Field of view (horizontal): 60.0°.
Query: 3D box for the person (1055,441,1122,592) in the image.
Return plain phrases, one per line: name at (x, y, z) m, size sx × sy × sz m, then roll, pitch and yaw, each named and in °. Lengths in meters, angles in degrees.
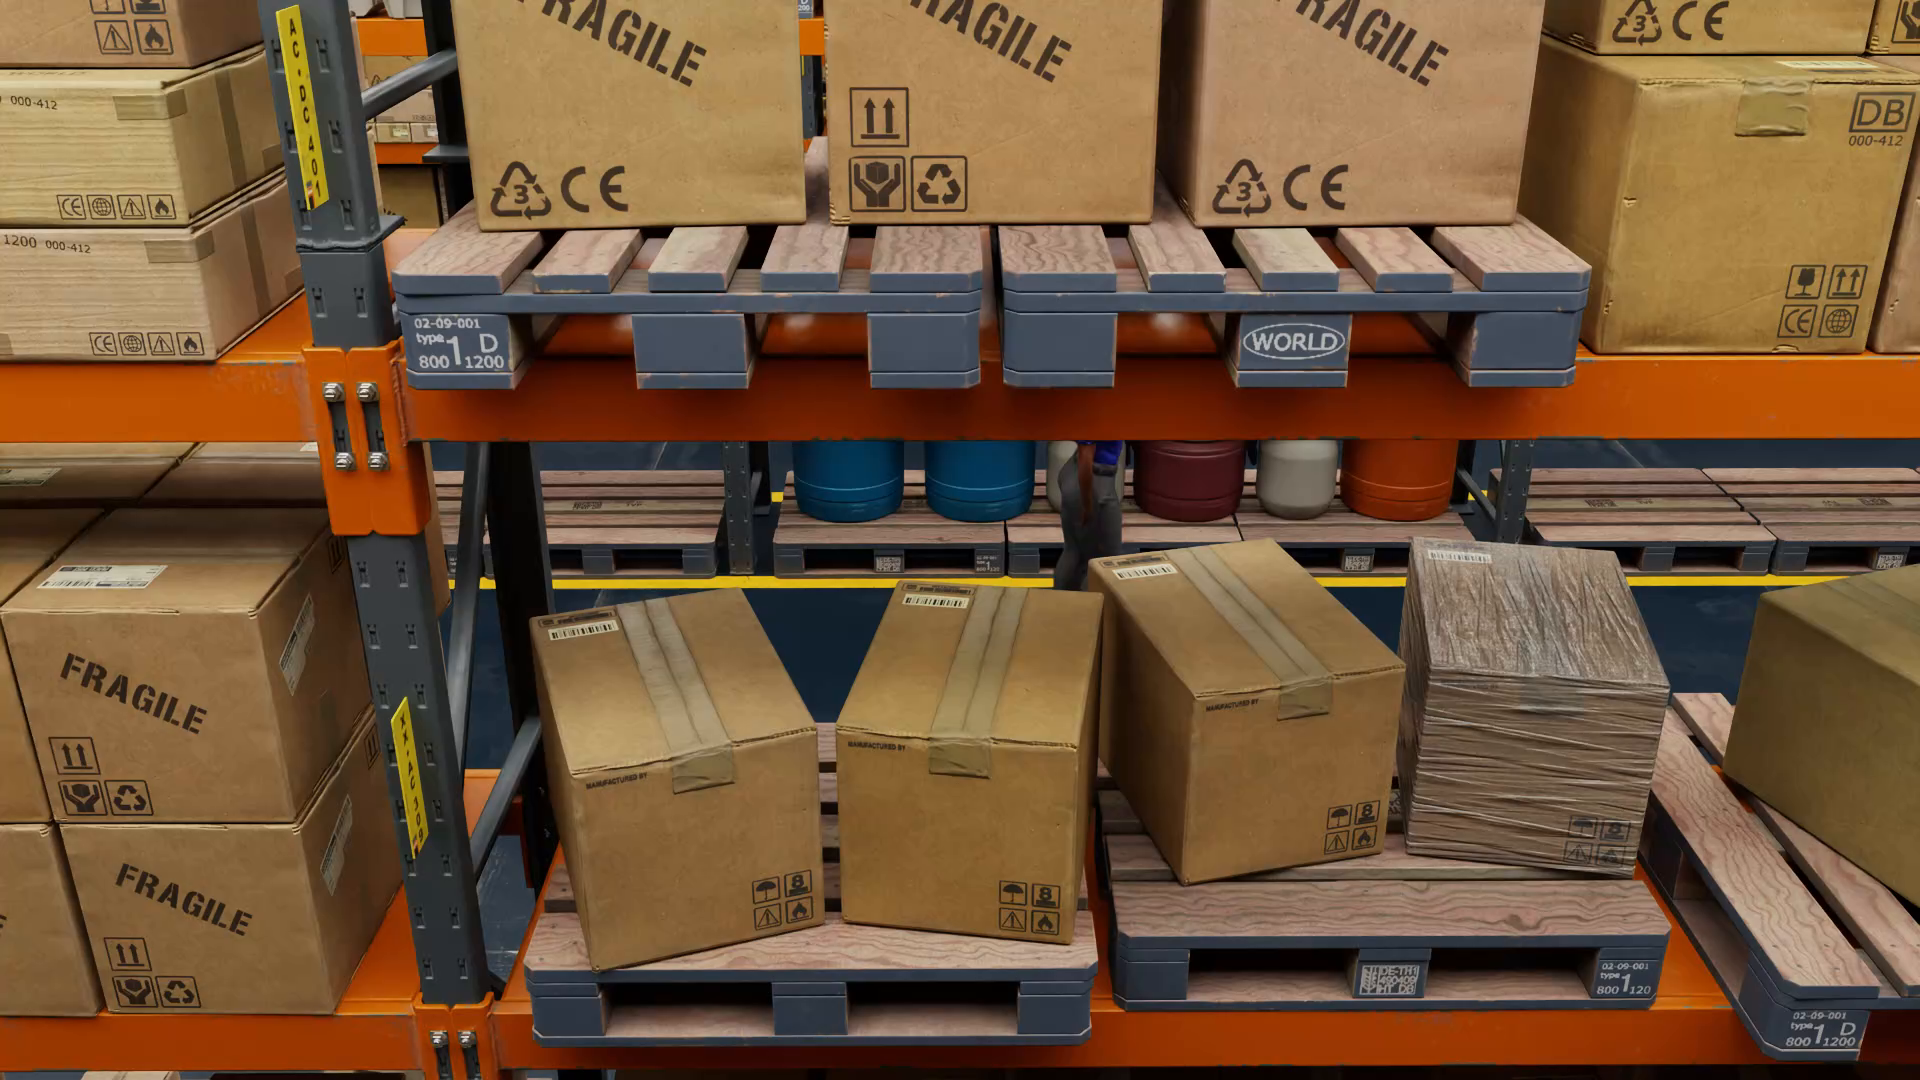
person at (0.627, -0.238, 7.641) m, size 0.392 × 1.658 × 0.438 m, roll 0°, pitch 24°, yaw 0°
